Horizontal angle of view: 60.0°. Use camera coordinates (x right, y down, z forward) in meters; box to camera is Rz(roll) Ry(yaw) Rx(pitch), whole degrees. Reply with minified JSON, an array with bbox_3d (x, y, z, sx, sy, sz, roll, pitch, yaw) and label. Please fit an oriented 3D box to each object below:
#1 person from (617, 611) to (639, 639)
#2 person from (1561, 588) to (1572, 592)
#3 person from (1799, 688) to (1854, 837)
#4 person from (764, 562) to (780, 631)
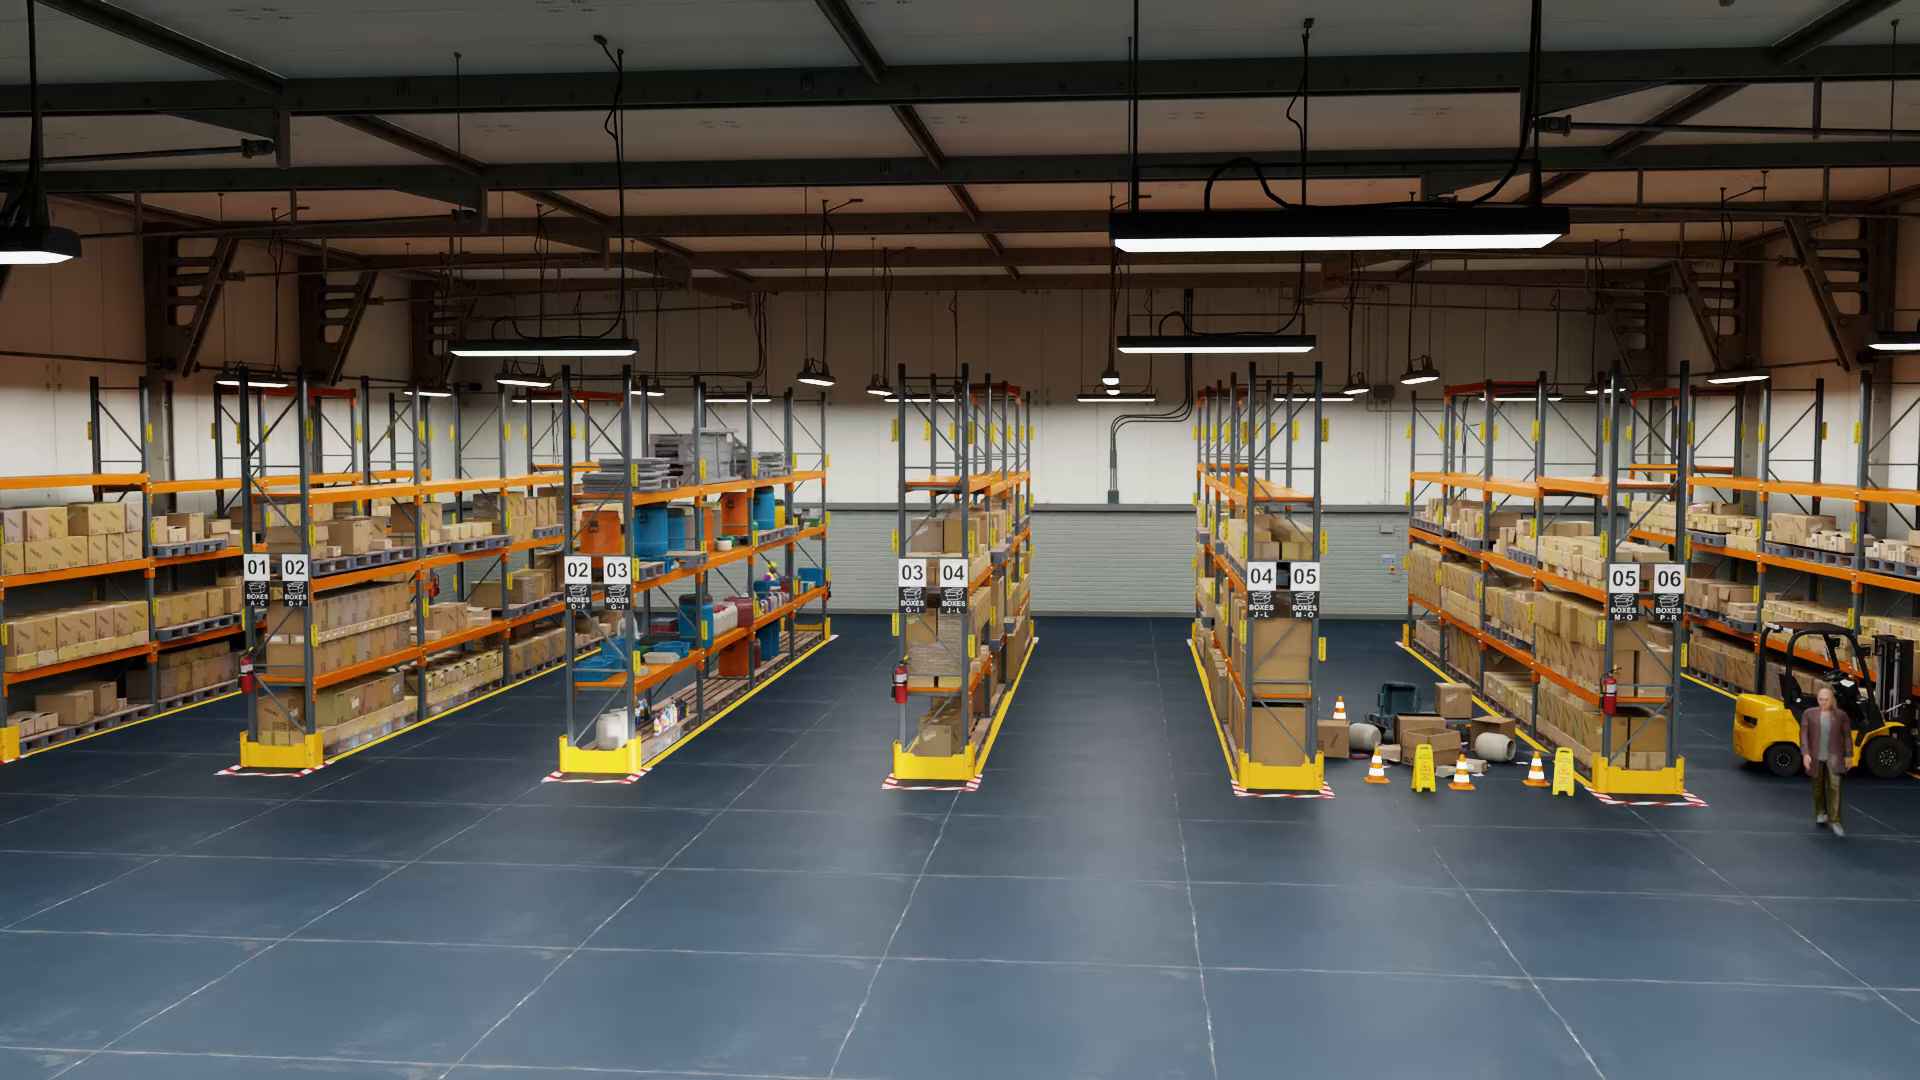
[{"bbox_3d":[-6.586,2.092,32.974,0.462,1.538,0.972,0,4,5],"label":"person"},{"bbox_3d":[13.001,1.876,35.641,0.526,1.681,0.433,-2,4,-29],"label":"person"},{"bbox_3d":[10.940,2.763,21.029,0.619,1.763,0.892,3,4,34],"label":"person"},{"bbox_3d":[-4.733,1.426,41.730,0.478,1.763,0.605,0,4,4],"label":"person"}]
